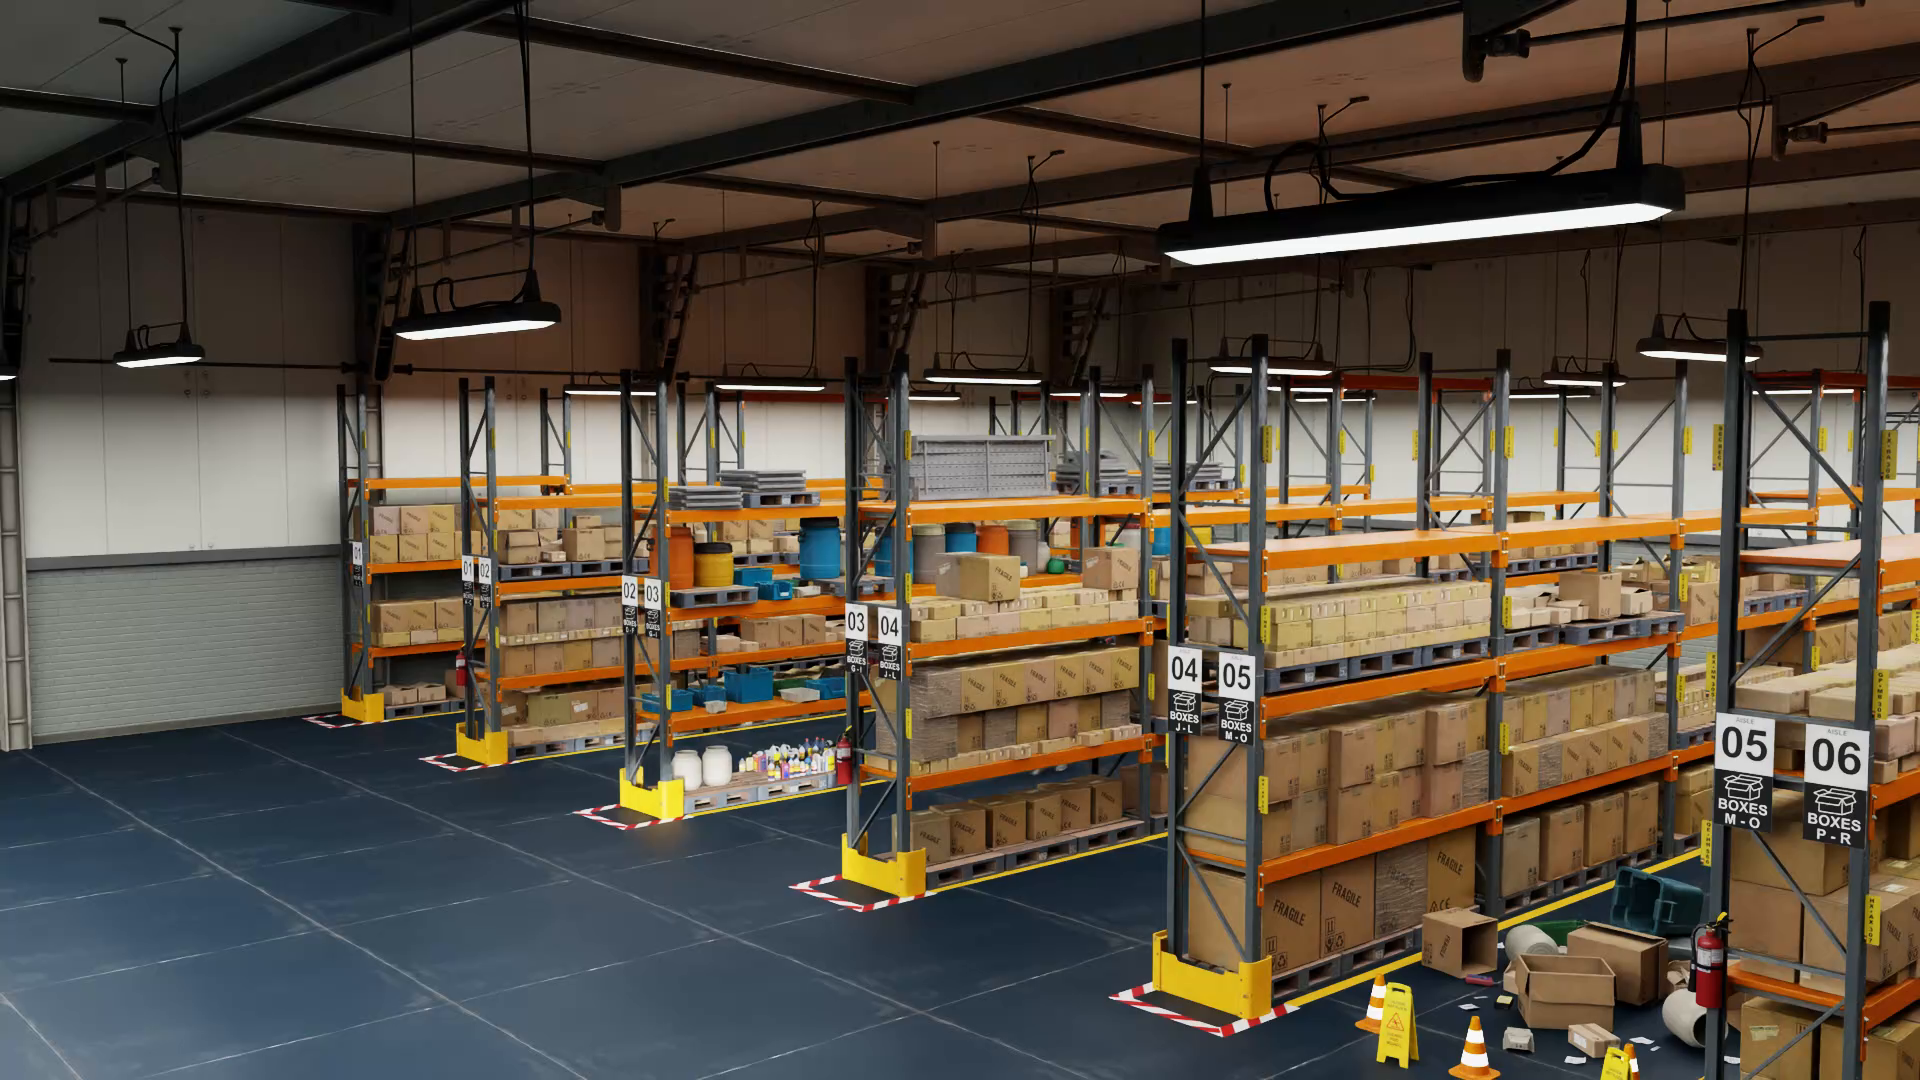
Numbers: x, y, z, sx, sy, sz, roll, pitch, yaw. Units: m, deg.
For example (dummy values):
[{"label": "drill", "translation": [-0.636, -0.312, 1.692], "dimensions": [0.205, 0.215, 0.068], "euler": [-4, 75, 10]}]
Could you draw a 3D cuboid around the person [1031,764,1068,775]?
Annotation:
[{"label": "person", "translation": [1.372, 2.700, 25.130], "dimensions": [0.629, 1.691, 0.493], "euler": [-3, 5, -43]}]
